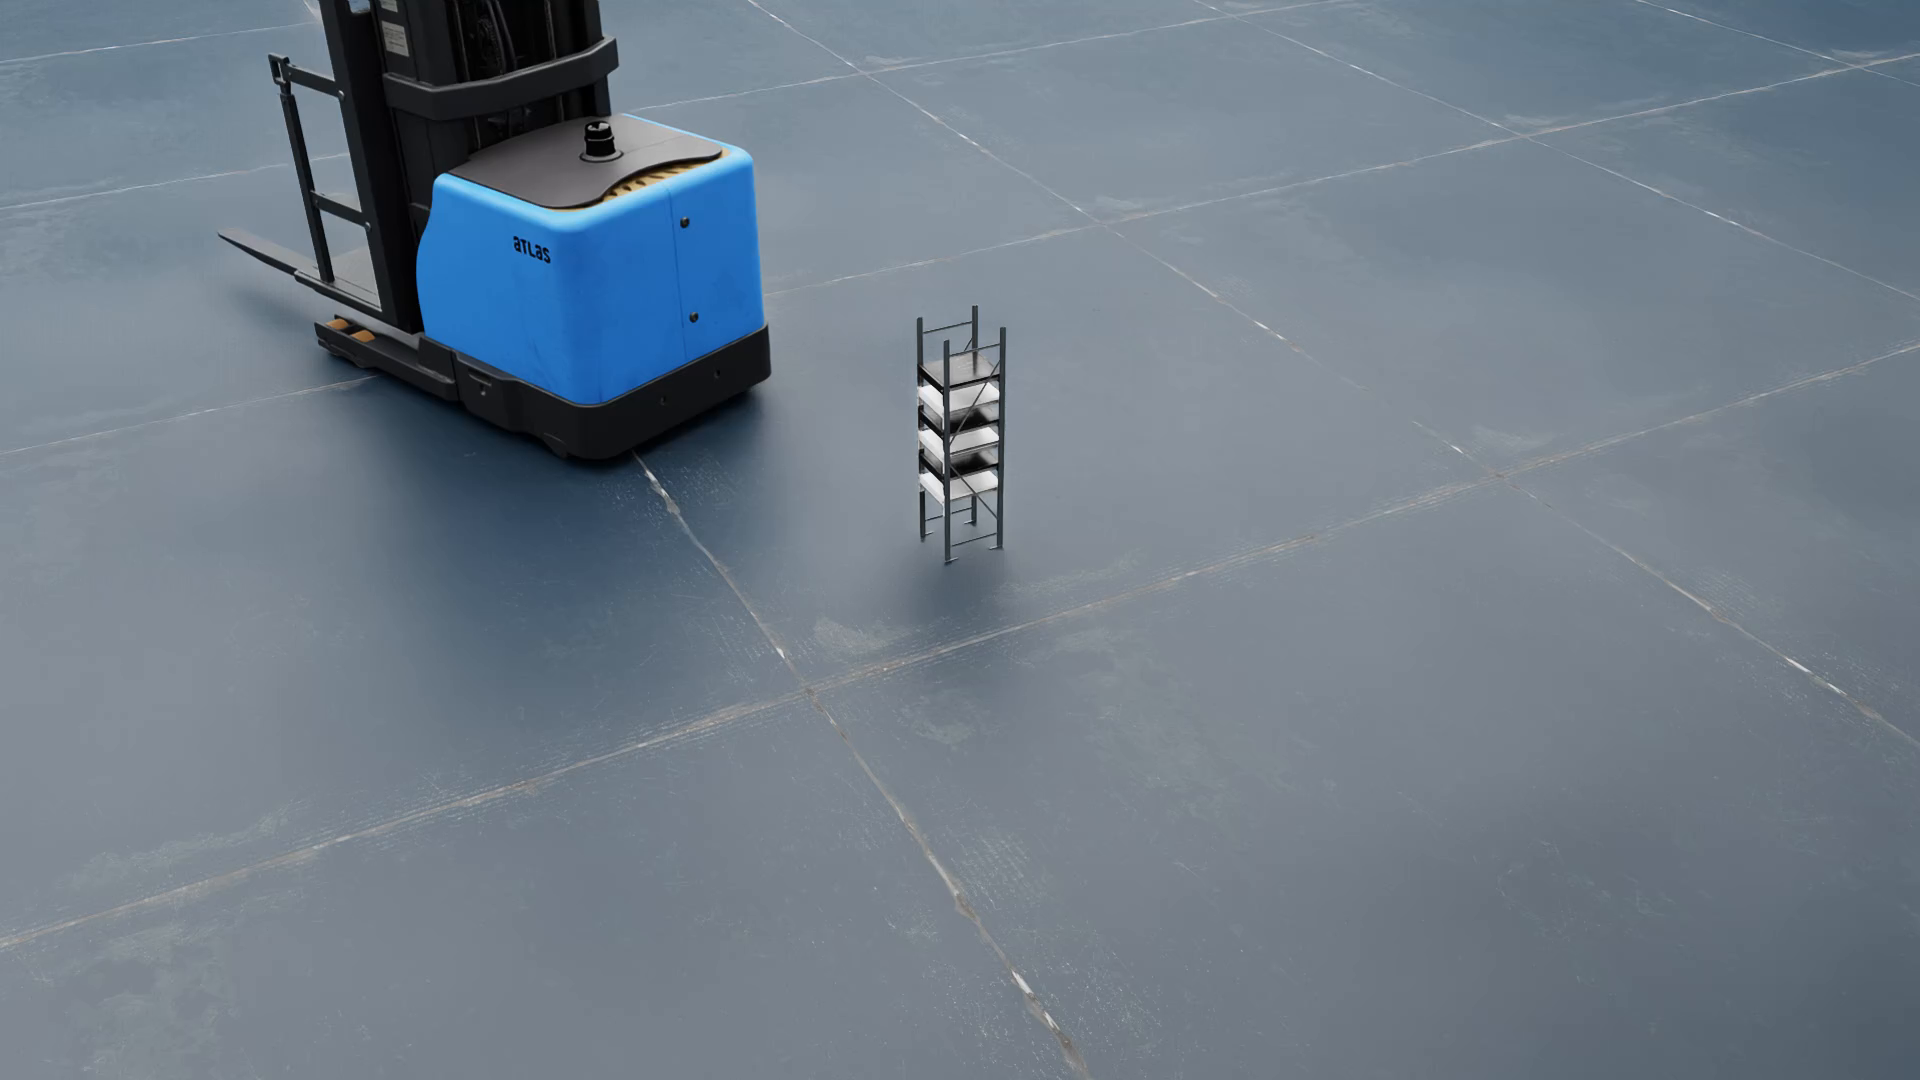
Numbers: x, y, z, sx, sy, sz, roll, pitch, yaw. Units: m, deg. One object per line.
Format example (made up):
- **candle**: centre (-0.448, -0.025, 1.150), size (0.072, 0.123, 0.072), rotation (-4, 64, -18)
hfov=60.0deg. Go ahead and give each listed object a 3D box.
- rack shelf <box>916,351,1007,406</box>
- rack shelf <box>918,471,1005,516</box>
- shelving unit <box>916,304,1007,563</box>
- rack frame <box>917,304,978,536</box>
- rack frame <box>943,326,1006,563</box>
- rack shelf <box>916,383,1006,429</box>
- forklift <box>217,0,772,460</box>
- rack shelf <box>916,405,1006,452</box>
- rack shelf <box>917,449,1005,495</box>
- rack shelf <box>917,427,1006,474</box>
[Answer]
- **rack shelf**: centre (0.004, -0.574, 5.874), size (0.258, 0.077, 0.200), rotation (-16, 36, -23)
- **rack shelf**: centre (0.004, -0.195, 6.116), size (0.258, 0.077, 0.200), rotation (-16, 36, -23)
- **shelving unit**: centre (0.004, -0.375, 6.001), size (0.258, 0.900, 0.210), rotation (-16, 36, -23)
- **rack frame**: centre (-0.044, -0.424, 6.077), size (0.240, 0.900, 0.006), rotation (-16, 36, -23)
- **rack frame**: centre (0.051, -0.327, 5.925), size (0.240, 0.900, 0.006), rotation (-16, 36, -23)
- **rack shelf**: centre (0.004, -0.499, 5.922), size (0.258, 0.077, 0.200), rotation (-16, 36, -23)
- **forklift**: centre (-2.287, -2.201, 6.968), size (3.031, 2.935, 1.130), rotation (23, 39, 32)
- **rack shelf**: centre (0.004, -0.423, 5.971), size (0.258, 0.077, 0.200), rotation (-16, 36, -23)
- **rack shelf**: centre (0.004, -0.271, 6.068), size (0.258, 0.077, 0.200), rotation (-16, 36, -23)
- **rack shelf**: centre (0.004, -0.347, 6.019), size (0.258, 0.077, 0.200), rotation (-16, 36, -23)
